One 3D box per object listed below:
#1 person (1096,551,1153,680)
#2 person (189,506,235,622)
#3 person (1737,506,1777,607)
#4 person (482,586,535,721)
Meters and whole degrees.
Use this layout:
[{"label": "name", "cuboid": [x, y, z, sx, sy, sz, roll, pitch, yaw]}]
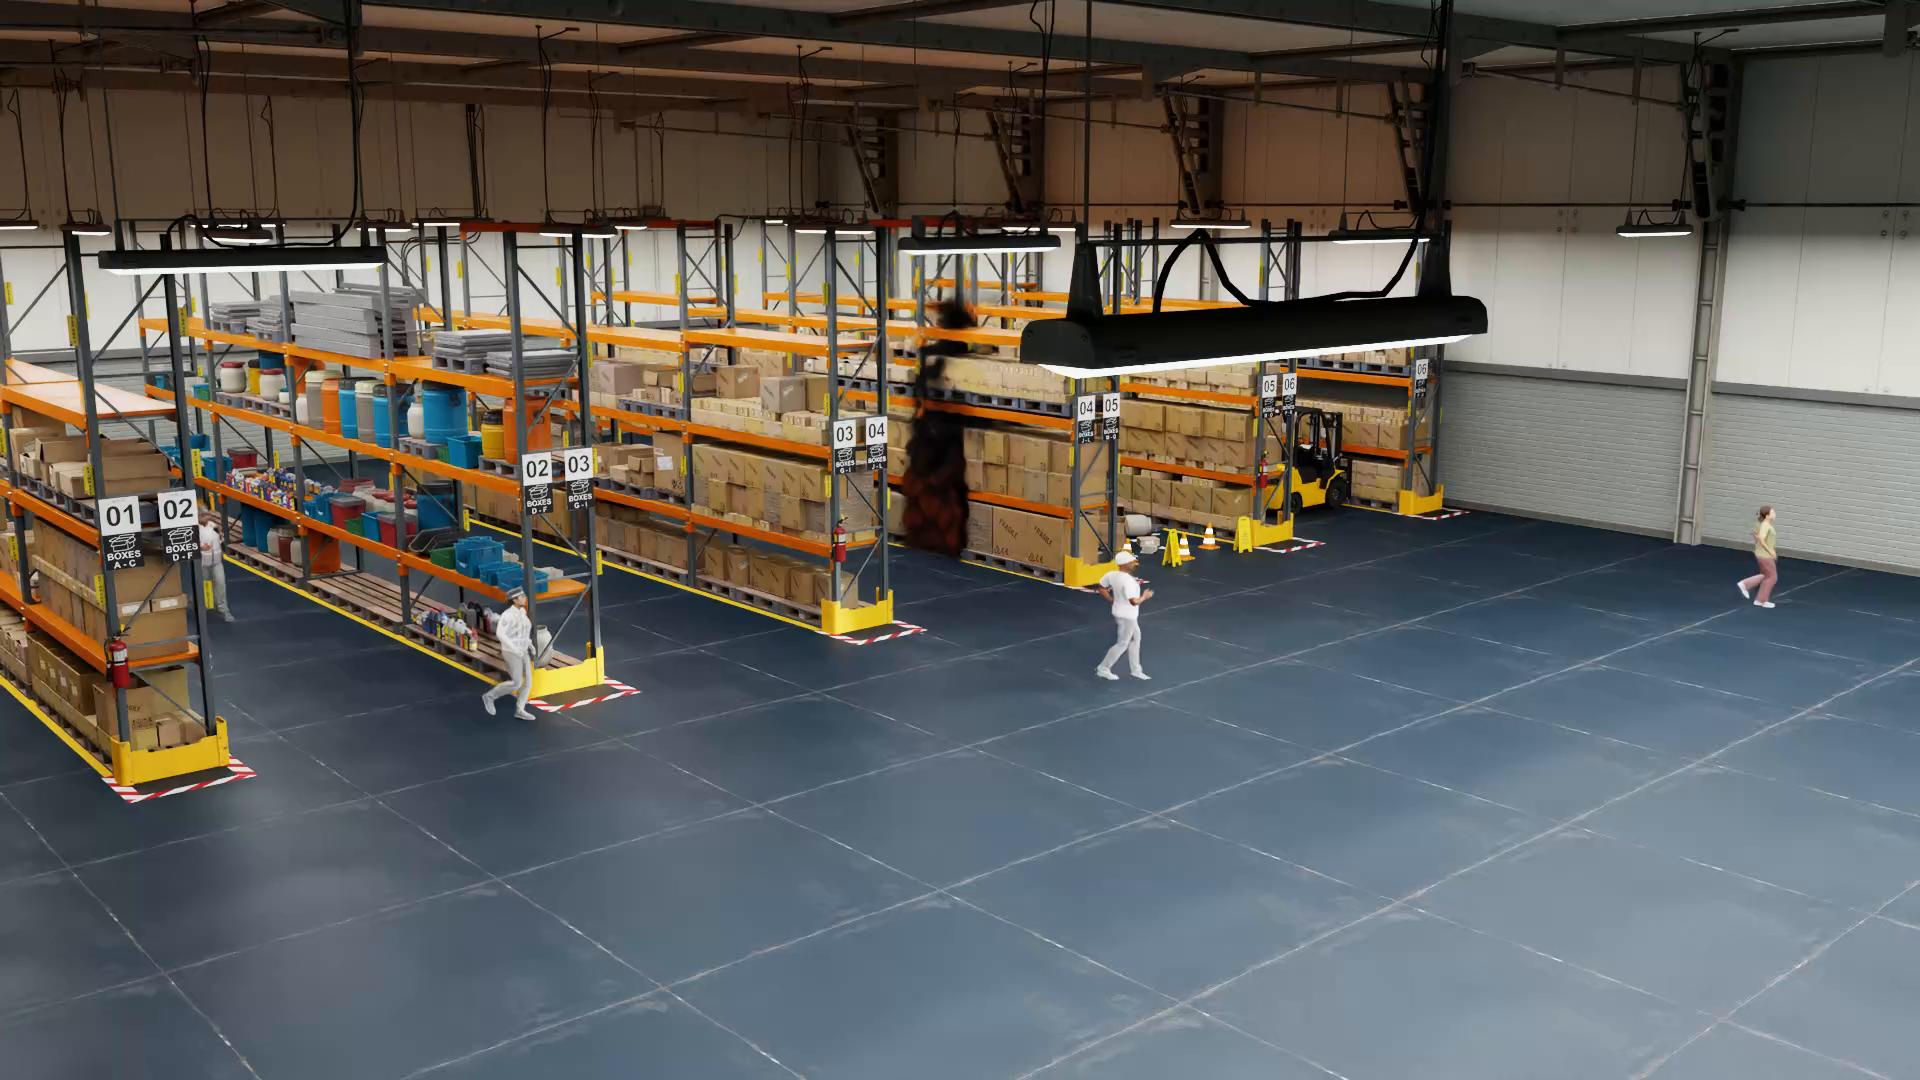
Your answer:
[{"label": "person", "cuboid": [2.200, 1.040, 22.173, 0.802, 1.809, 0.684, -2, 12, -12]}, {"label": "person", "cuboid": [-11.585, 0.345, 25.569, 0.966, 1.791, 0.659, 9, 14, 36]}, {"label": "person", "cuboid": [12.756, 0.255, 26.517, 0.580, 1.642, 0.577, 3, 12, 15]}, {"label": "person", "cuboid": [-5.596, 1.390, 20.844, 0.657, 1.648, 0.678, 2, 12, 10]}]
